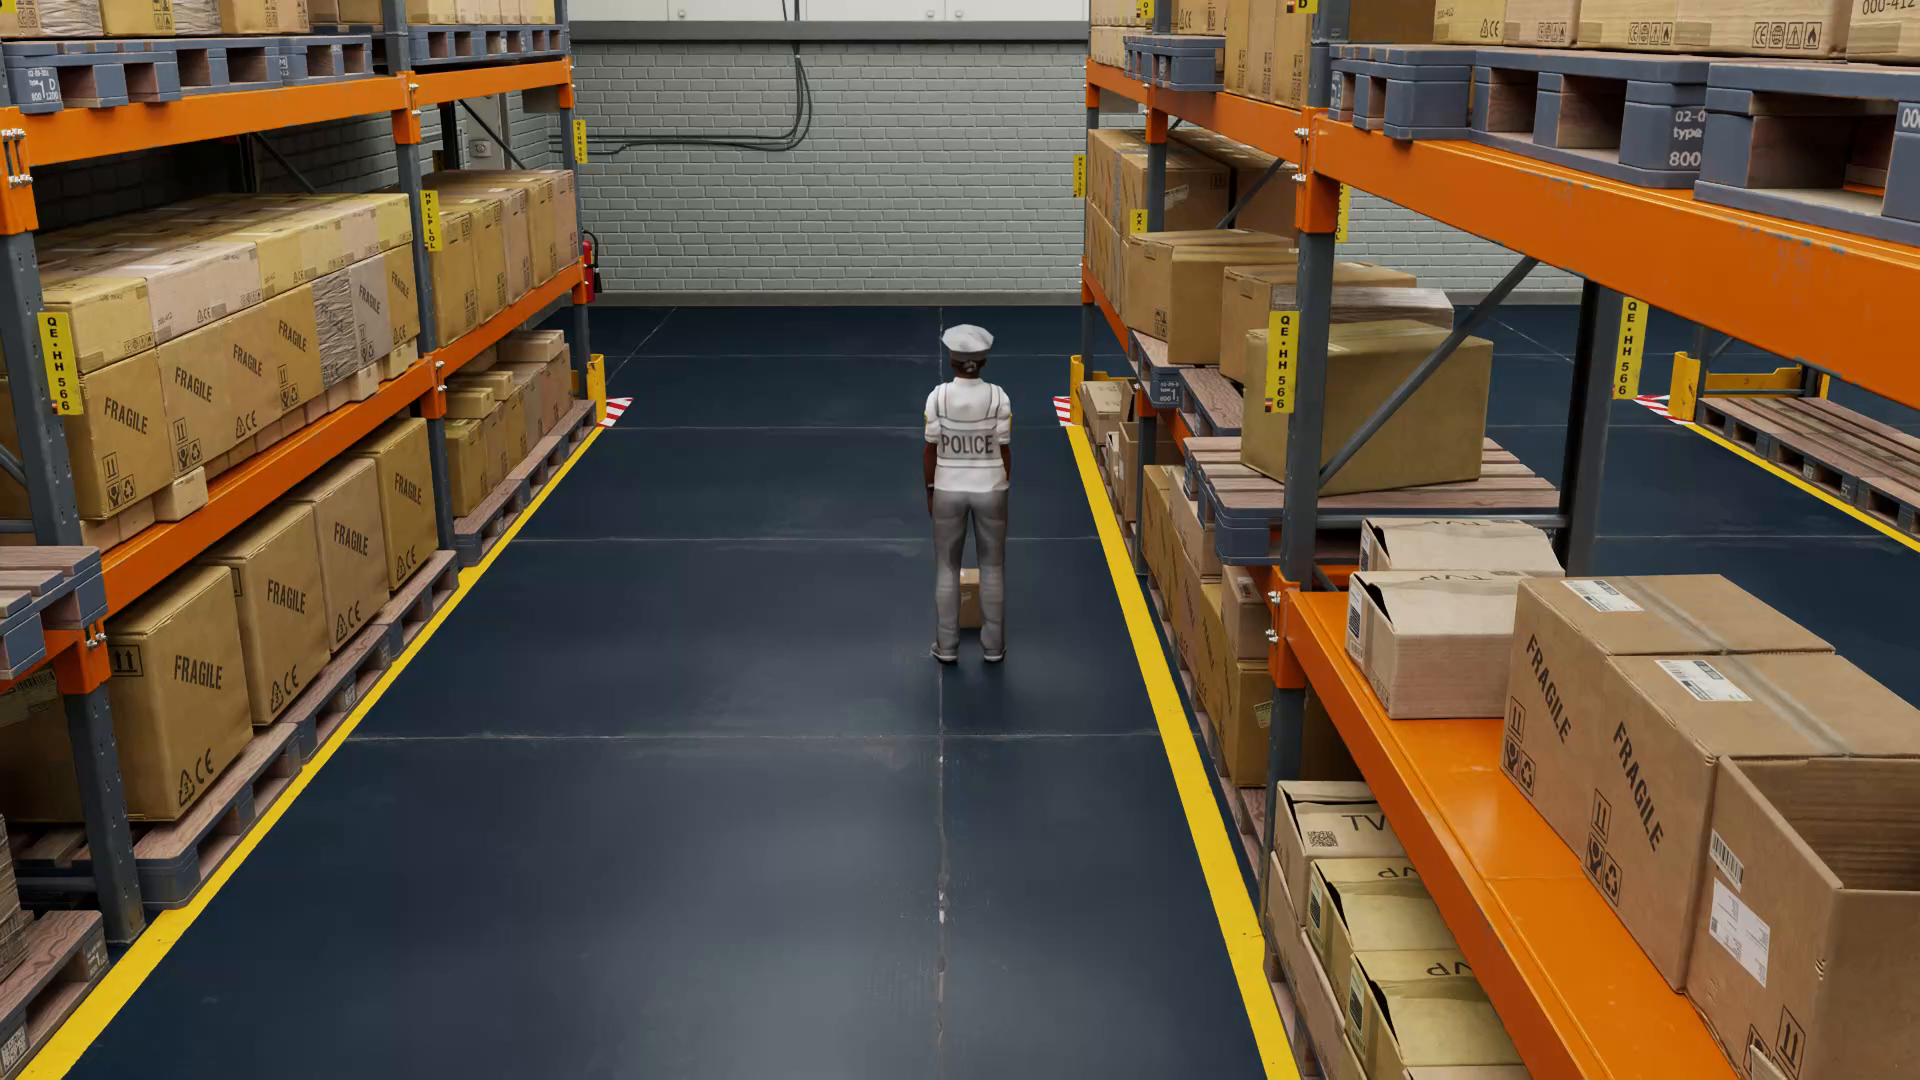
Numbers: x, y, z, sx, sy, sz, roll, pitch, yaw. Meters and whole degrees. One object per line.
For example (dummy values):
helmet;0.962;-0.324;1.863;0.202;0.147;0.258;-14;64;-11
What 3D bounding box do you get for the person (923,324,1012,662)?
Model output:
person;0.036;-0.216;8.239;0.436;1.697;0.339;0;17;1
